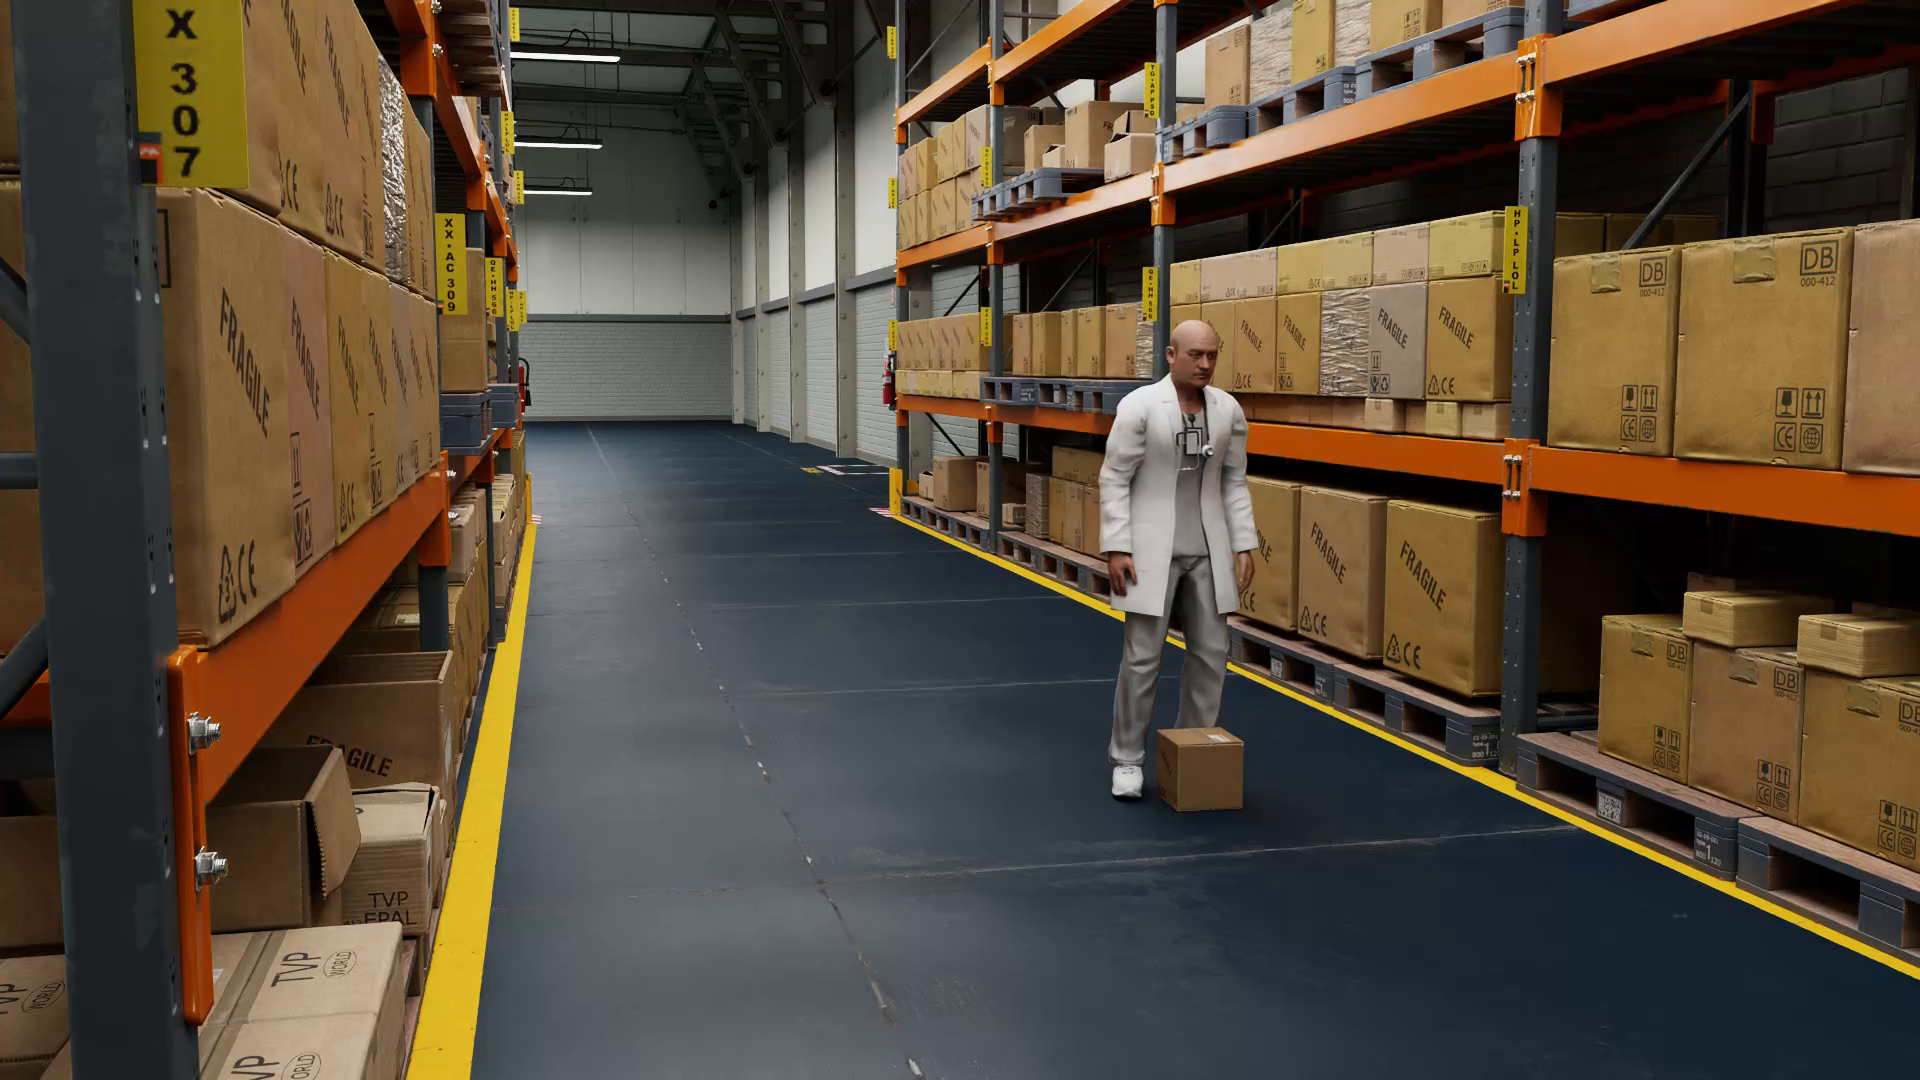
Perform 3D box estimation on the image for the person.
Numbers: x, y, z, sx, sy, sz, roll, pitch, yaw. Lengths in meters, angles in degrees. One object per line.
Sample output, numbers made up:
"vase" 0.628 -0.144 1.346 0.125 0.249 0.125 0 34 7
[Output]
"person" 0.834 0.061 6.300 0.653 1.774 0.424 -2 6 -17
